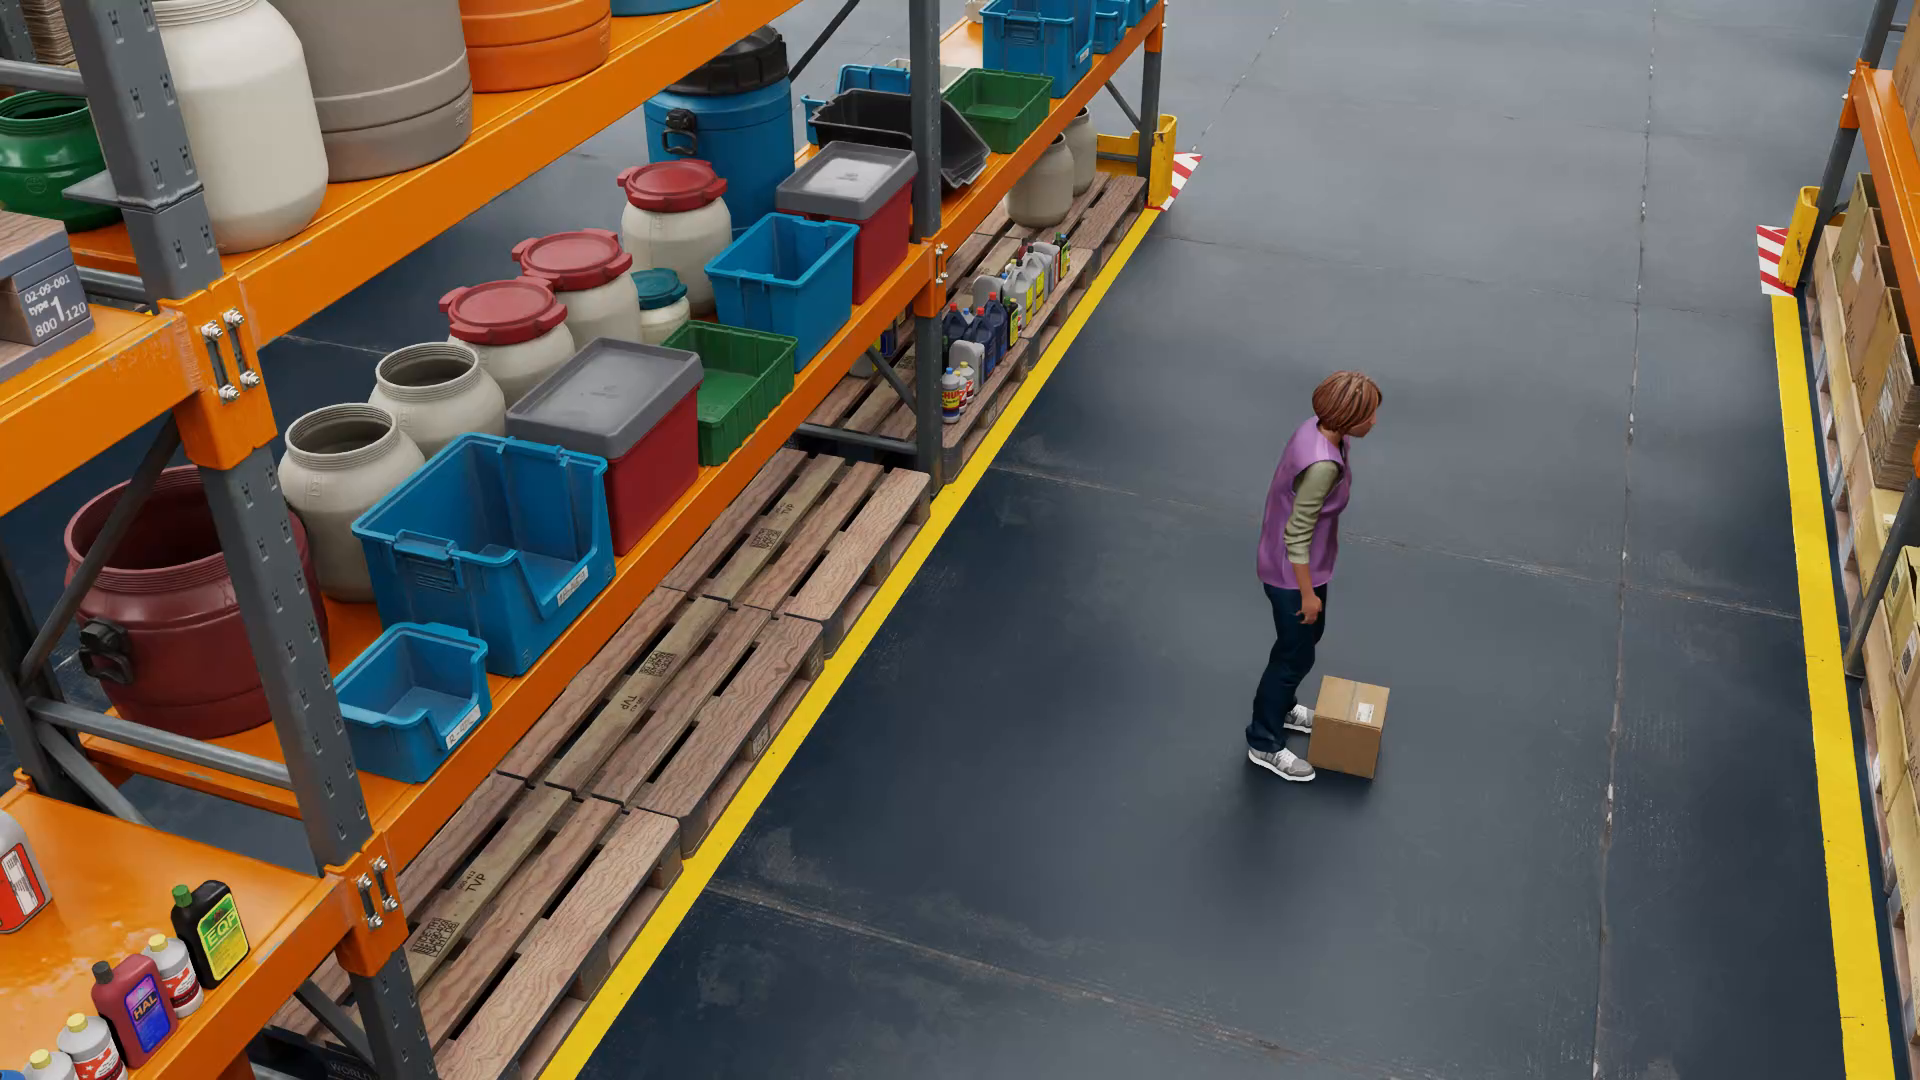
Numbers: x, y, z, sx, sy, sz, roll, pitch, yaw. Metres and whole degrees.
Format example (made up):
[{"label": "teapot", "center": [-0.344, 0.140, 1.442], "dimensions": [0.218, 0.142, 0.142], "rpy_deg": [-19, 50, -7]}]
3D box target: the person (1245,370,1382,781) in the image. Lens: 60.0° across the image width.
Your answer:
[{"label": "person", "center": [1.242, 0.107, 5.991], "dimensions": [0.343, 1.593, 0.480], "rpy_deg": [10, 35, 15]}]
